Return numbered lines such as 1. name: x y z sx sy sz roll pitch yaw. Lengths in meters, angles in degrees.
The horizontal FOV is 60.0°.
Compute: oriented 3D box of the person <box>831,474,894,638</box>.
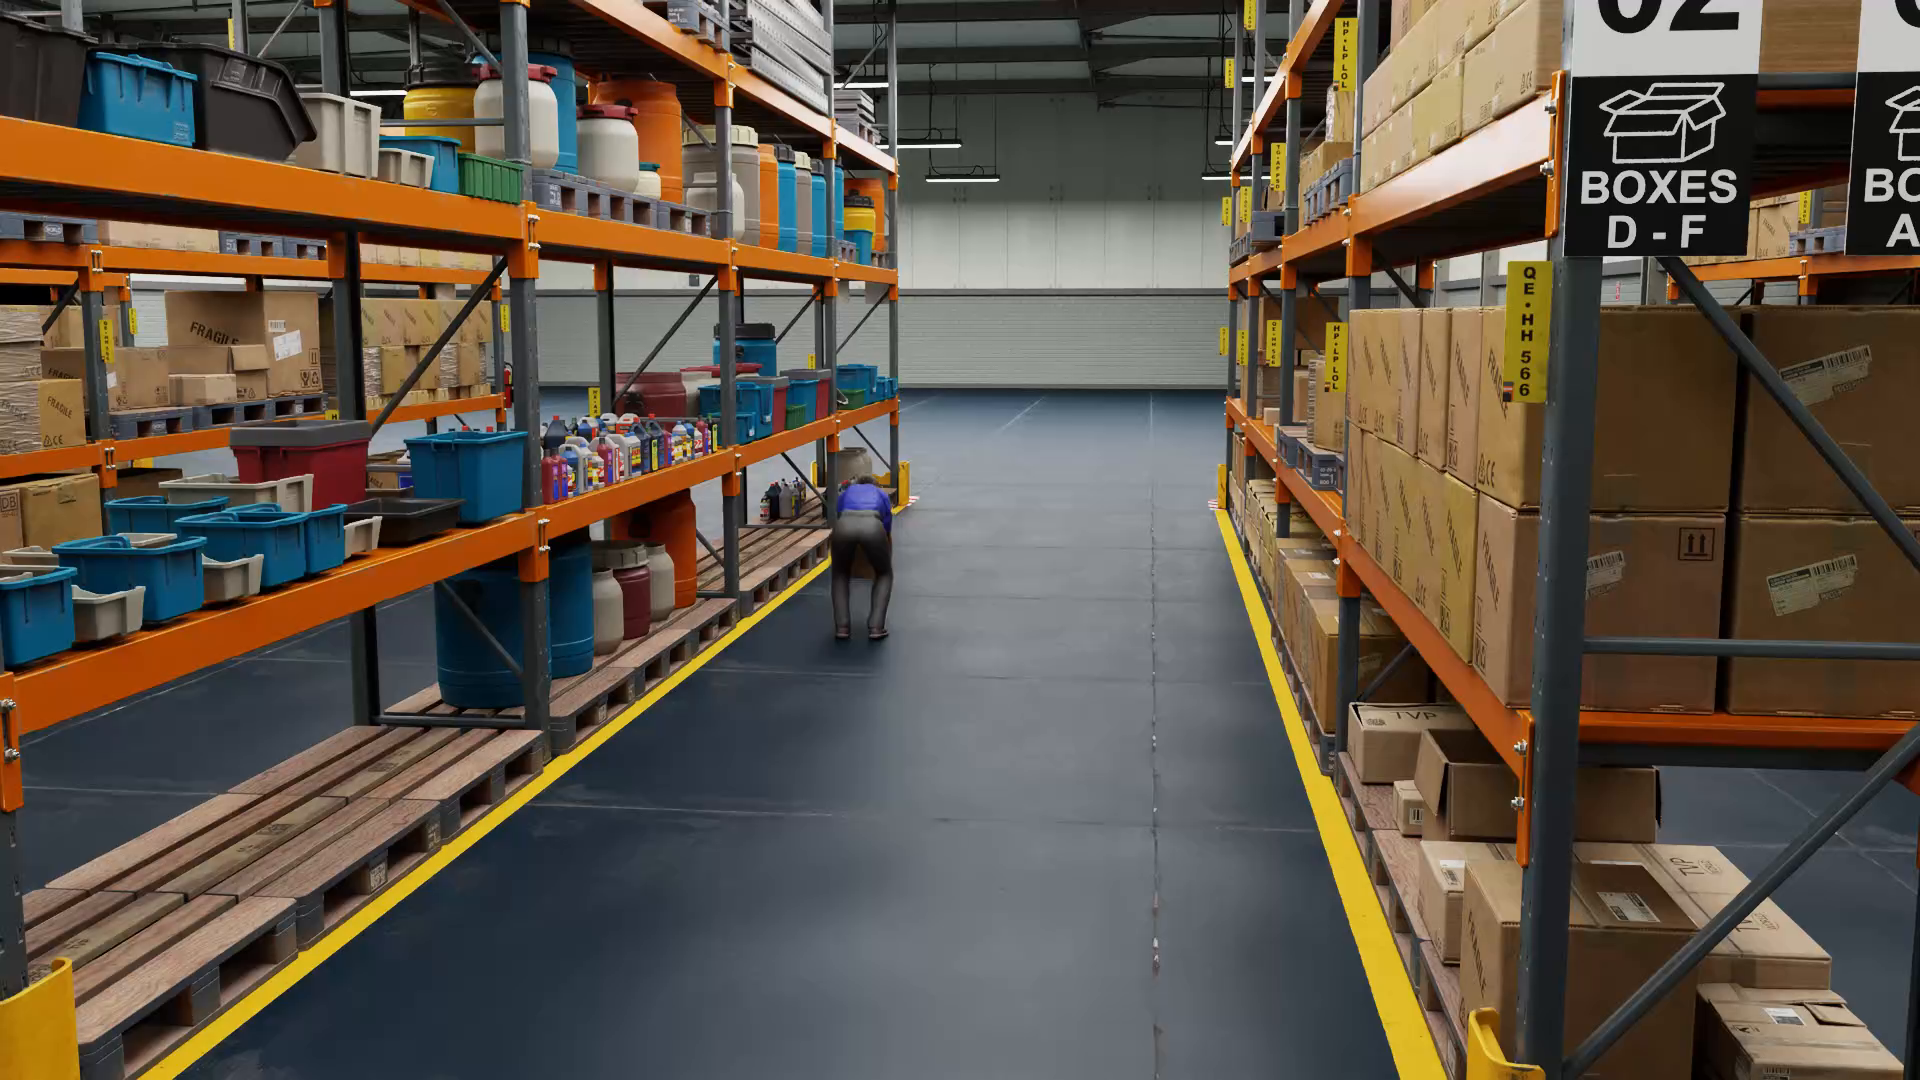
1. person: -0.696 0.117 11.999 0.447 1.114 0.847 1 8 4
